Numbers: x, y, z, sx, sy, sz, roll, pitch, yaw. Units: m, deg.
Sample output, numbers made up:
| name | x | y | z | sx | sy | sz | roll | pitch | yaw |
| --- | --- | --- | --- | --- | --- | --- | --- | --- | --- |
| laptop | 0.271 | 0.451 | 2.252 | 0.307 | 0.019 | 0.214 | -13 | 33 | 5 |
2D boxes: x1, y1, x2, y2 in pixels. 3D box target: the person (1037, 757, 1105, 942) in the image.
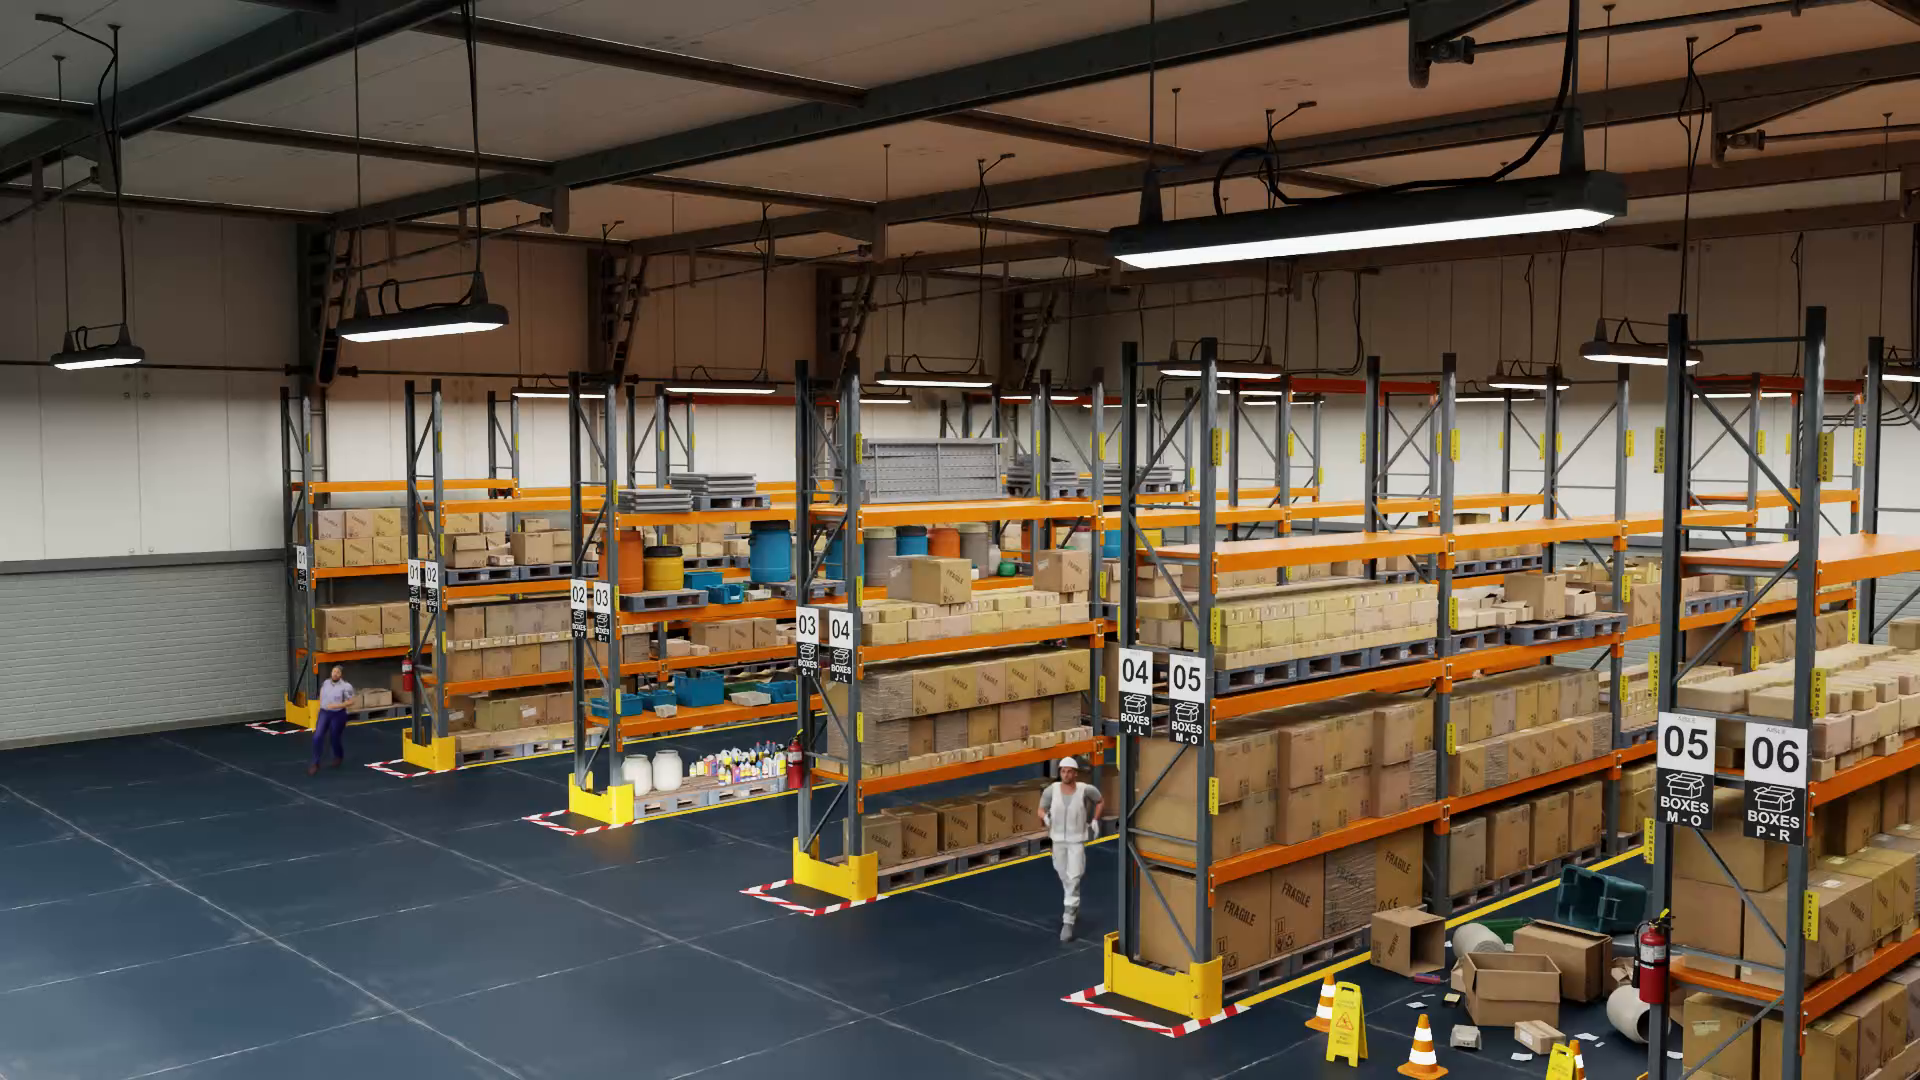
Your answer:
| name | x | y | z | sx | sy | sz | roll | pitch | yaw |
| --- | --- | --- | --- | --- | --- | --- | --- | --- | --- |
| person | 1.121 | 3.140 | 17.264 | 0.647 | 1.803 | 0.950 | 1 | 4 | 21 |

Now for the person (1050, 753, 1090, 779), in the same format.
| name | x | y | z | sx | sy | sz | roll | pitch | yaw |
| --- | --- | --- | --- | --- | --- | --- | --- | --- | --- |
| person | 1.594 | 2.827 | 23.938 | 0.577 | 1.675 | 1.091 | 4 | 5 | 44 |

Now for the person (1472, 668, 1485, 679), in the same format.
| name | x | y | z | sx | sy | sz | roll | pitch | yaw |
| --- | --- | --- | --- | --- | --- | --- | --- | --- | --- |
| person | 7.928 | 2.734 | 25.403 | 0.604 | 1.650 | 0.782 | 3 | 5 | 41 |

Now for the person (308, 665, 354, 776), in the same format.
| name | x | y | z | sx | sy | sz | roll | pitch | yaw |
| --- | --- | --- | --- | --- | --- | --- | --- | --- | --- |
| person | -9.580 | 2.774 | 25.479 | 0.635 | 1.540 | 0.881 | 0 | 4 | 2 |
